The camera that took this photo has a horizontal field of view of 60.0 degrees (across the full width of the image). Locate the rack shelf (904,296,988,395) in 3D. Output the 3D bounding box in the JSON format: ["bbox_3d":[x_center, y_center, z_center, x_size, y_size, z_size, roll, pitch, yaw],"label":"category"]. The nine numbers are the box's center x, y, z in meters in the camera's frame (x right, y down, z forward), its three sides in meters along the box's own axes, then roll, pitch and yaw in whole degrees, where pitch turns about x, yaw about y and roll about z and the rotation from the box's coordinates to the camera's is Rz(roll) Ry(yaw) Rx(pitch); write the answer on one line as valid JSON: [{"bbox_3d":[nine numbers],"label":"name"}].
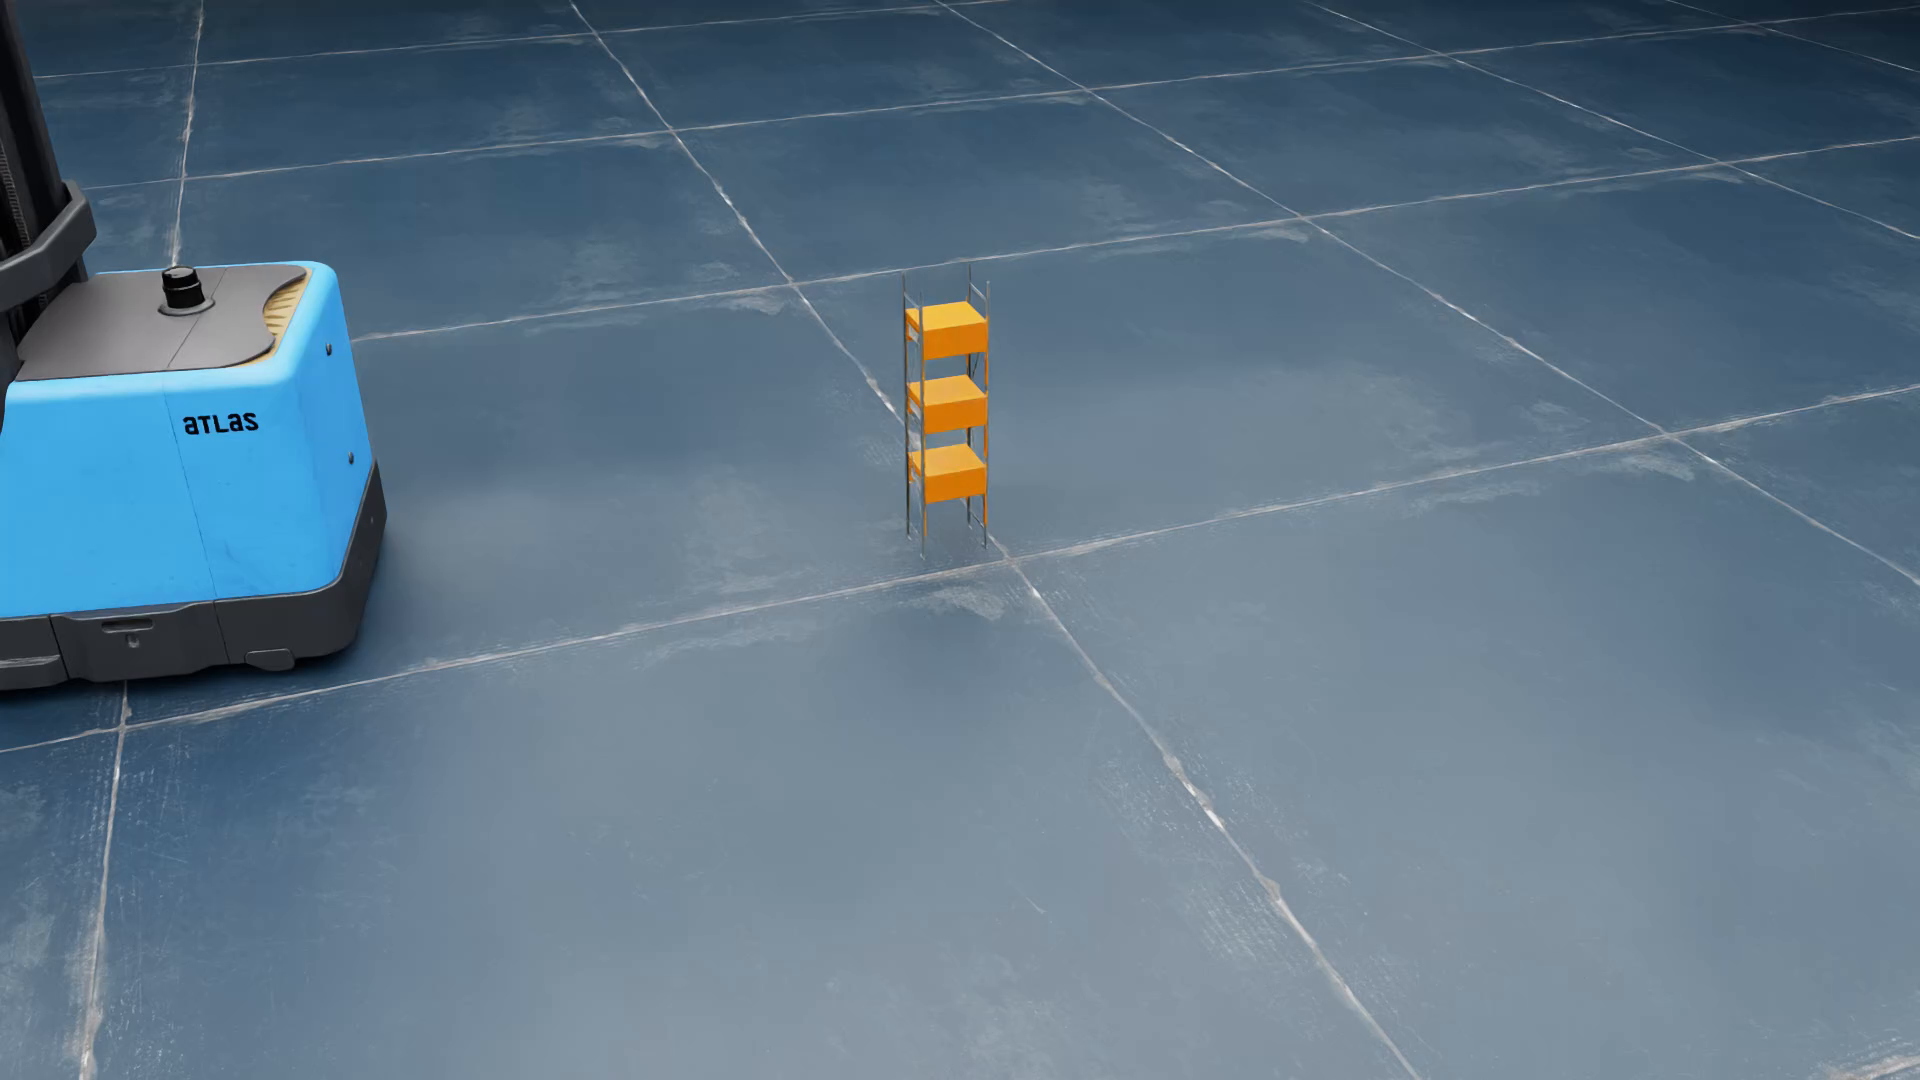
[{"bbox_3d":[-0.050,-0.684,5.839,0.240,0.259,0.215,-10,31,-18],"label":"rack shelf"}]

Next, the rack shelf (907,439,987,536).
[{"bbox_3d":[-0.050,-0.196,6.117,0.240,0.259,0.215,-10,31,-18],"label":"rack shelf"}]

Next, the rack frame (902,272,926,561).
[{"bbox_3d":[-0.164,-0.426,5.937,0.008,1.050,0.200,-10,31,-18],"label":"rack frame"}]

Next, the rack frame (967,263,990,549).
[{"bbox_3d":[0.064,-0.468,6.011,0.008,1.050,0.200,-10,31,-18],"label":"rack frame"}]

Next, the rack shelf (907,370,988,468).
[{"bbox_3d":[-0.050,-0.438,5.979,0.240,0.259,0.215,-10,31,-18],"label":"rack shelf"}]

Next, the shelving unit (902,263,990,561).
[{"bbox_3d":[-0.050,-0.447,5.974,0.252,1.050,0.215,-10,31,-18],"label":"shelving unit"}]

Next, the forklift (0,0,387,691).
[{"bbox_3d":[-3.577,-0.967,4.986,3.031,2.935,1.130,-5,30,-9],"label":"forklift"}]
